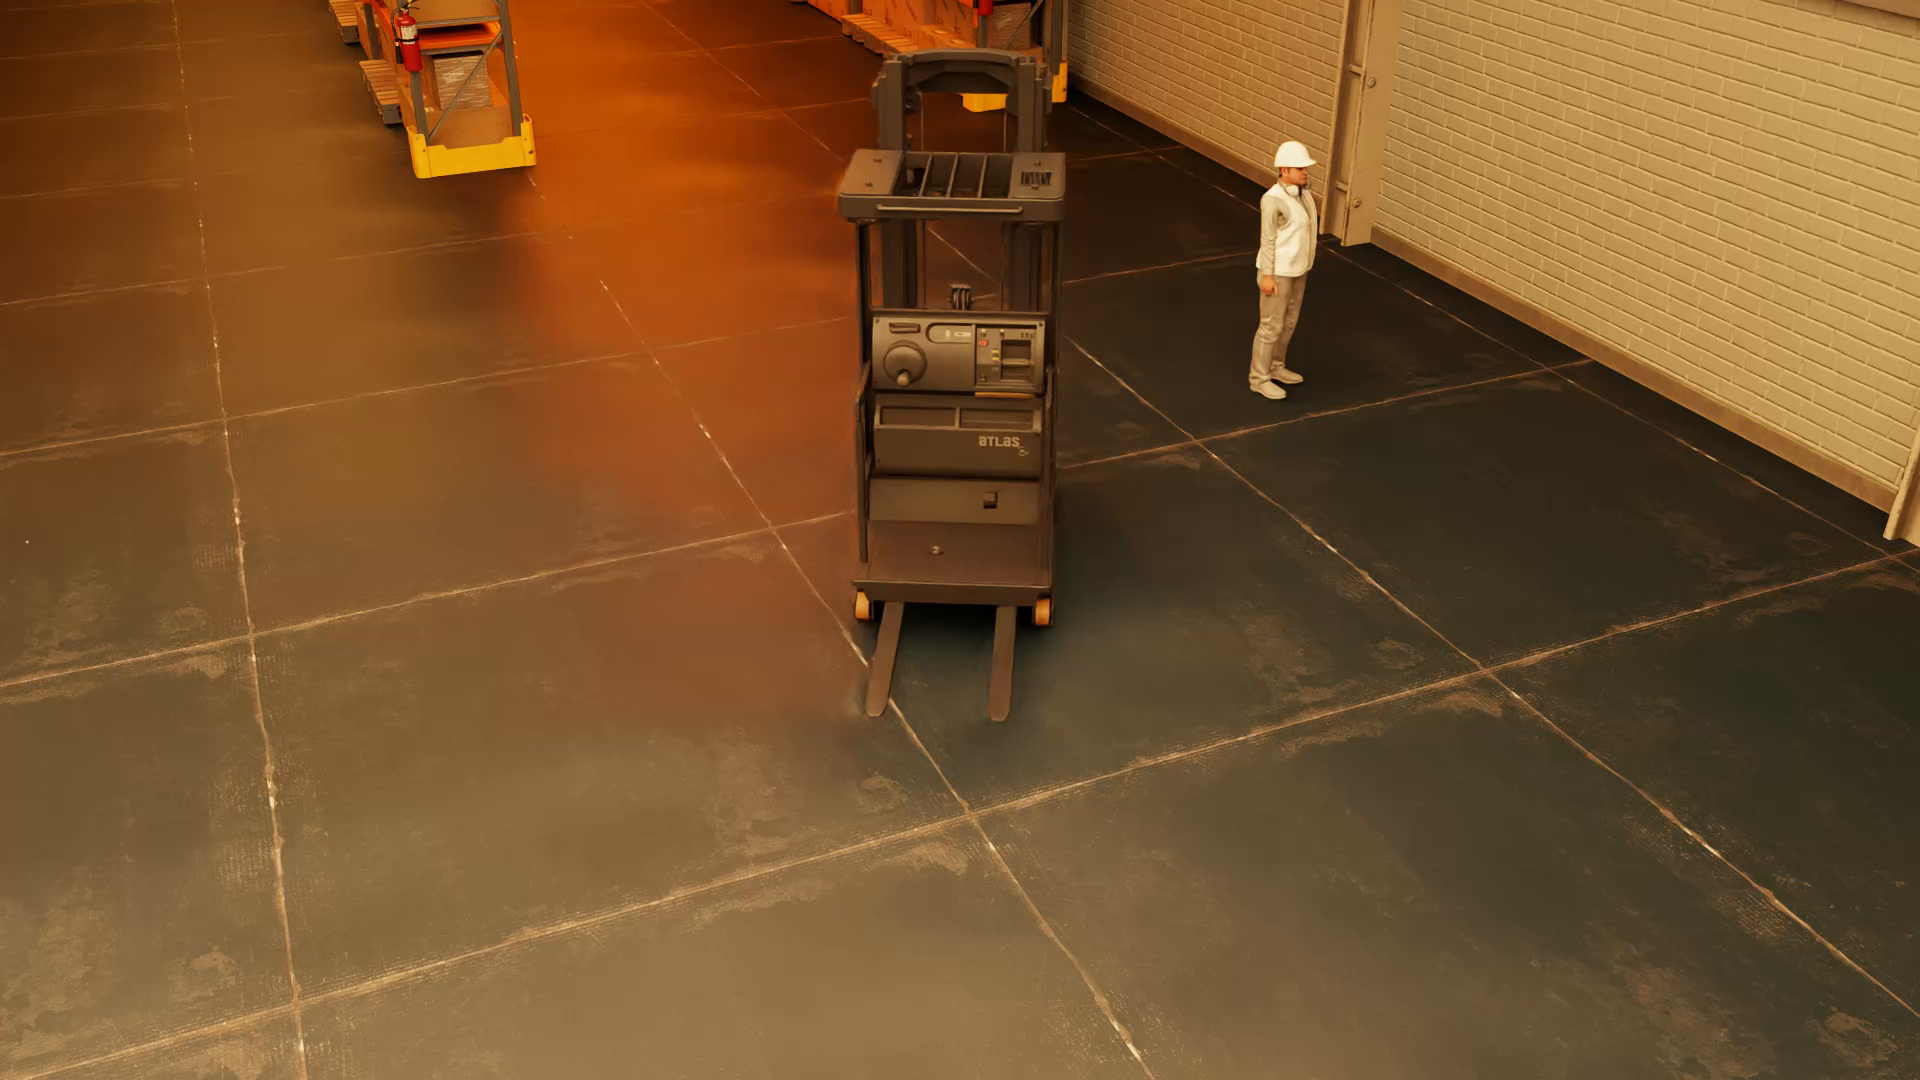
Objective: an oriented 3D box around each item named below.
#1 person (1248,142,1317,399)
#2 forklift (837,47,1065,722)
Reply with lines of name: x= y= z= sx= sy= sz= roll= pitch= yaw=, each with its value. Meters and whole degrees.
person: x=2.271 y=-1.892 z=11.595 sx=0.365 sy=1.777 sz=0.538 roll=19 pitch=35 yaw=30
forklift: x=-0.020 y=-0.960 z=8.799 sx=1.130 sy=2.935 sz=3.031 roll=2 pitch=30 yaw=3
